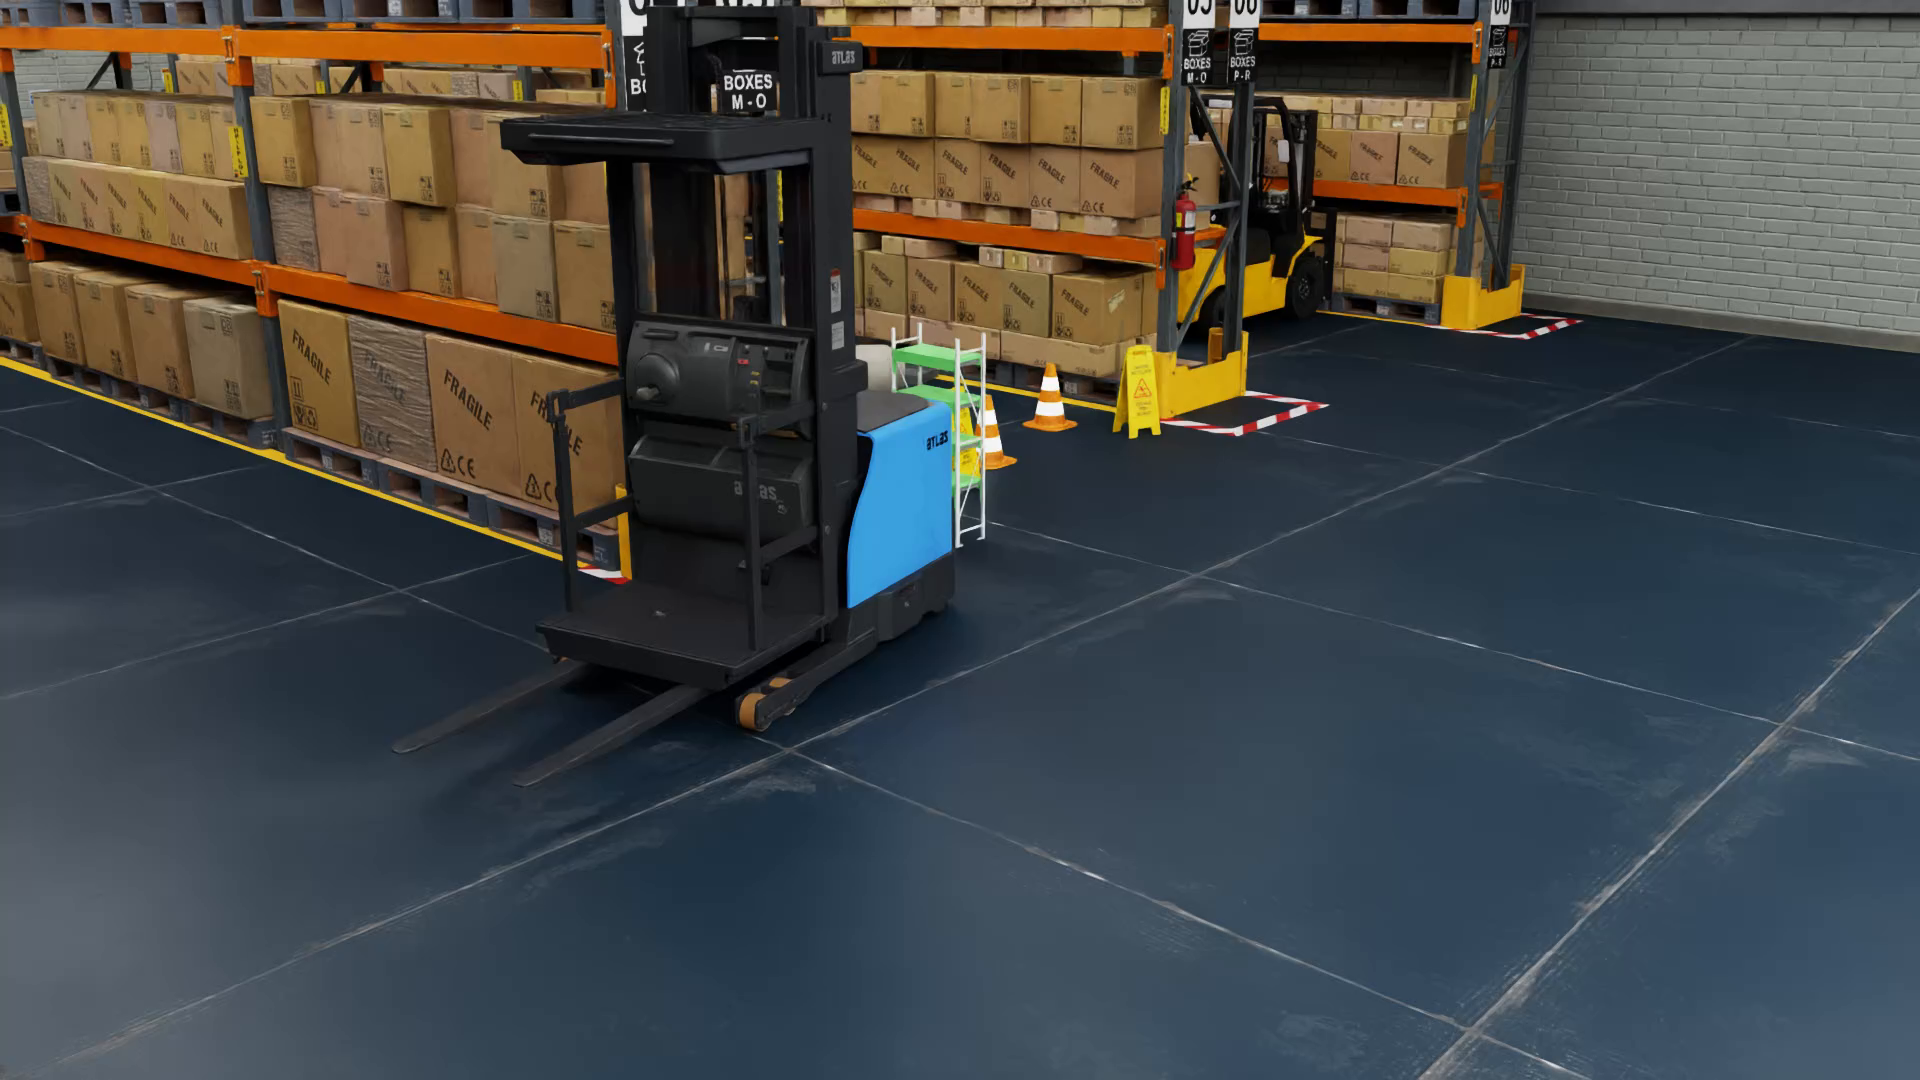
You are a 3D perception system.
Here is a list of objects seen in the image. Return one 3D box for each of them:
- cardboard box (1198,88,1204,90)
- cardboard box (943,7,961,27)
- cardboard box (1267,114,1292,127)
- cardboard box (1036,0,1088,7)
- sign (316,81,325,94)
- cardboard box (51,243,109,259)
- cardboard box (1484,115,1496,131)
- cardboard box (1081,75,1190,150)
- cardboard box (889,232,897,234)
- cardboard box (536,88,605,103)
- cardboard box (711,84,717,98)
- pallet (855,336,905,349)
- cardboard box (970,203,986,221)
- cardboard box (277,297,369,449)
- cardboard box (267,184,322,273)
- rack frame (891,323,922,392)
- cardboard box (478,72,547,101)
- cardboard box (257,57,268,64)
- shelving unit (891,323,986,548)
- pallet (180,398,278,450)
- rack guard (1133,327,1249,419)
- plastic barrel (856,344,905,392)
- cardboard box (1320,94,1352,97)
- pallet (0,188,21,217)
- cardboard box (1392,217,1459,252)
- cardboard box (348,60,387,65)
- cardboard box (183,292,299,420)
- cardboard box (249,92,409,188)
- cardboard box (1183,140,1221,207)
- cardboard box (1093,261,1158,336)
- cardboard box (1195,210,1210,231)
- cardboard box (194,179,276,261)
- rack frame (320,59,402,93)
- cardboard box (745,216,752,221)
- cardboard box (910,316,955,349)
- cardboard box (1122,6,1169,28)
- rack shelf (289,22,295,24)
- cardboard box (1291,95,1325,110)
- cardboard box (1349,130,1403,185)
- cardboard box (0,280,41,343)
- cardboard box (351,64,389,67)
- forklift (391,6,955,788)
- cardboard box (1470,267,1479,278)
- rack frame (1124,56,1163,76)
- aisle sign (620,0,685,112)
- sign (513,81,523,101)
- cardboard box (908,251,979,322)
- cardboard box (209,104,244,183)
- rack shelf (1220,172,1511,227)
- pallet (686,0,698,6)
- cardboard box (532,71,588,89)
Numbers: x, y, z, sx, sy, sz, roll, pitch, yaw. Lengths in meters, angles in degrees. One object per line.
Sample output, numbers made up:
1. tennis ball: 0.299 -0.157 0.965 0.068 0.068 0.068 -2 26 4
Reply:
1. cardboard box: 2.585 -4.913 18.404 0.250 0.149 0.380 15 23 39
2. cardboard box: 0.079 -4.168 13.242 0.250 0.149 0.380 15 23 40
3. cardboard box: 3.353 -4.328 17.054 0.250 0.149 0.380 14 23 38
4. cardboard box: 0.917 -4.129 12.461 0.500 0.250 0.500 15 23 39
5. sign: -7.497 -5.217 19.530 0.005 0.325 0.100 15 23 39
6. cardboard box: -7.703 -2.509 14.756 0.500 0.250 0.500 14 22 37
7. cardboard box: 5.056 -4.090 16.304 0.250 0.149 0.380 14 23 38
8. cardboard box: 1.318 -3.202 12.433 0.500 0.500 0.700 14 23 38
9. cardboard box: -0.389 -4.153 20.971 0.625 0.625 0.875 16 24 41
10. cardboard box: -3.955 -4.336 16.965 0.500 0.500 0.500 14 22 38
11. cardboard box: -2.166 -4.162 15.344 0.250 0.149 0.380 14 22 38
12. pallet: -0.621 -1.830 15.030 1.213 0.211 1.003 15 23 39
13. cardboard box: 0.293 -2.701 13.580 0.250 0.149 0.380 15 23 39
14. cardboard box: -3.933 -1.191 11.225 0.875 0.875 0.875 15 23 40
15. cardboard box: -4.073 -2.146 11.167 0.550 0.550 0.875 15 23 39
16. rack frame: -0.306 -0.654 9.689 0.015 1.200 0.240 15 23 39
17. cardboard box: -4.699 -4.658 17.513 0.500 0.500 0.500 14 23 38
18. cardboard box: -8.486 -5.987 20.626 0.250 0.149 0.380 14 23 38
19. shelving unit: -0.124 -0.605 9.535 0.503 1.200 0.258 15 23 39
20. pallet: -4.984 -0.955 12.271 1.213 0.211 1.003 15 23 39
21. rack guard: 1.788 -1.307 12.903 0.348 0.500 1.175 15 23 39
22. plastic barrel: -0.705 -1.327 13.094 0.512 0.421 0.421 -3 18 -8
23. cardboard box: 3.890 -4.538 17.223 0.250 0.149 0.380 15 23 40
24. pallet: -7.952 -2.977 14.350 1.003 0.211 1.213 15 23 39
25. cardboard box: 4.586 -2.995 16.288 0.500 0.250 0.500 16 24 41
26. cardboard box: -7.194 -5.848 20.189 0.250 0.149 0.380 15 23 38
27. cardboard box: -4.881 -1.378 12.020 0.750 0.750 1.050 15 23 39
28. cardboard box: -4.103 -2.650 10.971 0.550 0.550 0.875 15 23 39
29. cardboard box: 1.675 -2.830 12.914 0.500 0.500 0.500 15 23 38
30. cardboard box: 1.407 -1.959 13.438 0.500 0.500 0.500 14 22 37
31. cardboard box: 1.729 -2.478 12.878 0.250 0.149 0.380 15 23 39
32. cardboard box: -4.924 -2.238 11.539 0.500 0.500 0.500 15 23 39
33. rack frame: -7.130 -4.893 20.069 0.127 3.000 1.000 15 23 39
34. cardboard box: -2.850 -4.671 22.809 0.500 0.500 0.500 14 22 38
35. cardboard box: -0.079 -1.786 14.131 0.500 0.250 0.500 15 23 39
36. cardboard box: 1.393 -3.801 12.088 0.250 0.149 0.380 15 23 39
37. rack shelf: -8.626 -6.381 20.989 4.000 0.370 1.077 15 23 39
38. cardboard box: 3.578 -4.436 16.902 0.250 0.149 0.380 15 23 40
39. cardboard box: 4.213 -3.800 16.462 0.500 0.500 0.500 16 24 41
40. cardboard box: -8.014 -2.031 14.490 0.500 0.500 0.500 15 23 39
41. cardboard box: -7.325 -5.567 20.377 0.500 0.500 0.500 15 23 40
42. forklift: -1.166 -0.739 7.094 1.130 2.935 3.031 9 20 27
43. cardboard box: 4.900 -2.639 16.821 0.500 0.250 0.500 15 23 39
44. rack frame: 2.145 -4.410 18.549 0.127 3.000 1.000 15 23 39
45. aisle sign: -1.511 -2.500 8.232 0.004 0.787 0.394 15 23 39
46. sign: -4.504 -4.515 16.965 0.005 0.325 0.100 15 23 39
47. cardboard box: -0.090 -2.144 14.021 0.500 0.500 0.500 17 24 42
48. cardboard box: -4.732 -2.769 11.558 0.500 0.500 0.700 15 23 38
49. rack shelf: 3.641 -3.666 17.392 4.000 0.370 1.077 15 23 39
50. pallet: -2.315 -4.982 15.703 1.003 0.211 1.213 15 23 39
51. cardboard box: -4.345 -4.768 17.858 0.500 0.500 0.500 14 22 37
